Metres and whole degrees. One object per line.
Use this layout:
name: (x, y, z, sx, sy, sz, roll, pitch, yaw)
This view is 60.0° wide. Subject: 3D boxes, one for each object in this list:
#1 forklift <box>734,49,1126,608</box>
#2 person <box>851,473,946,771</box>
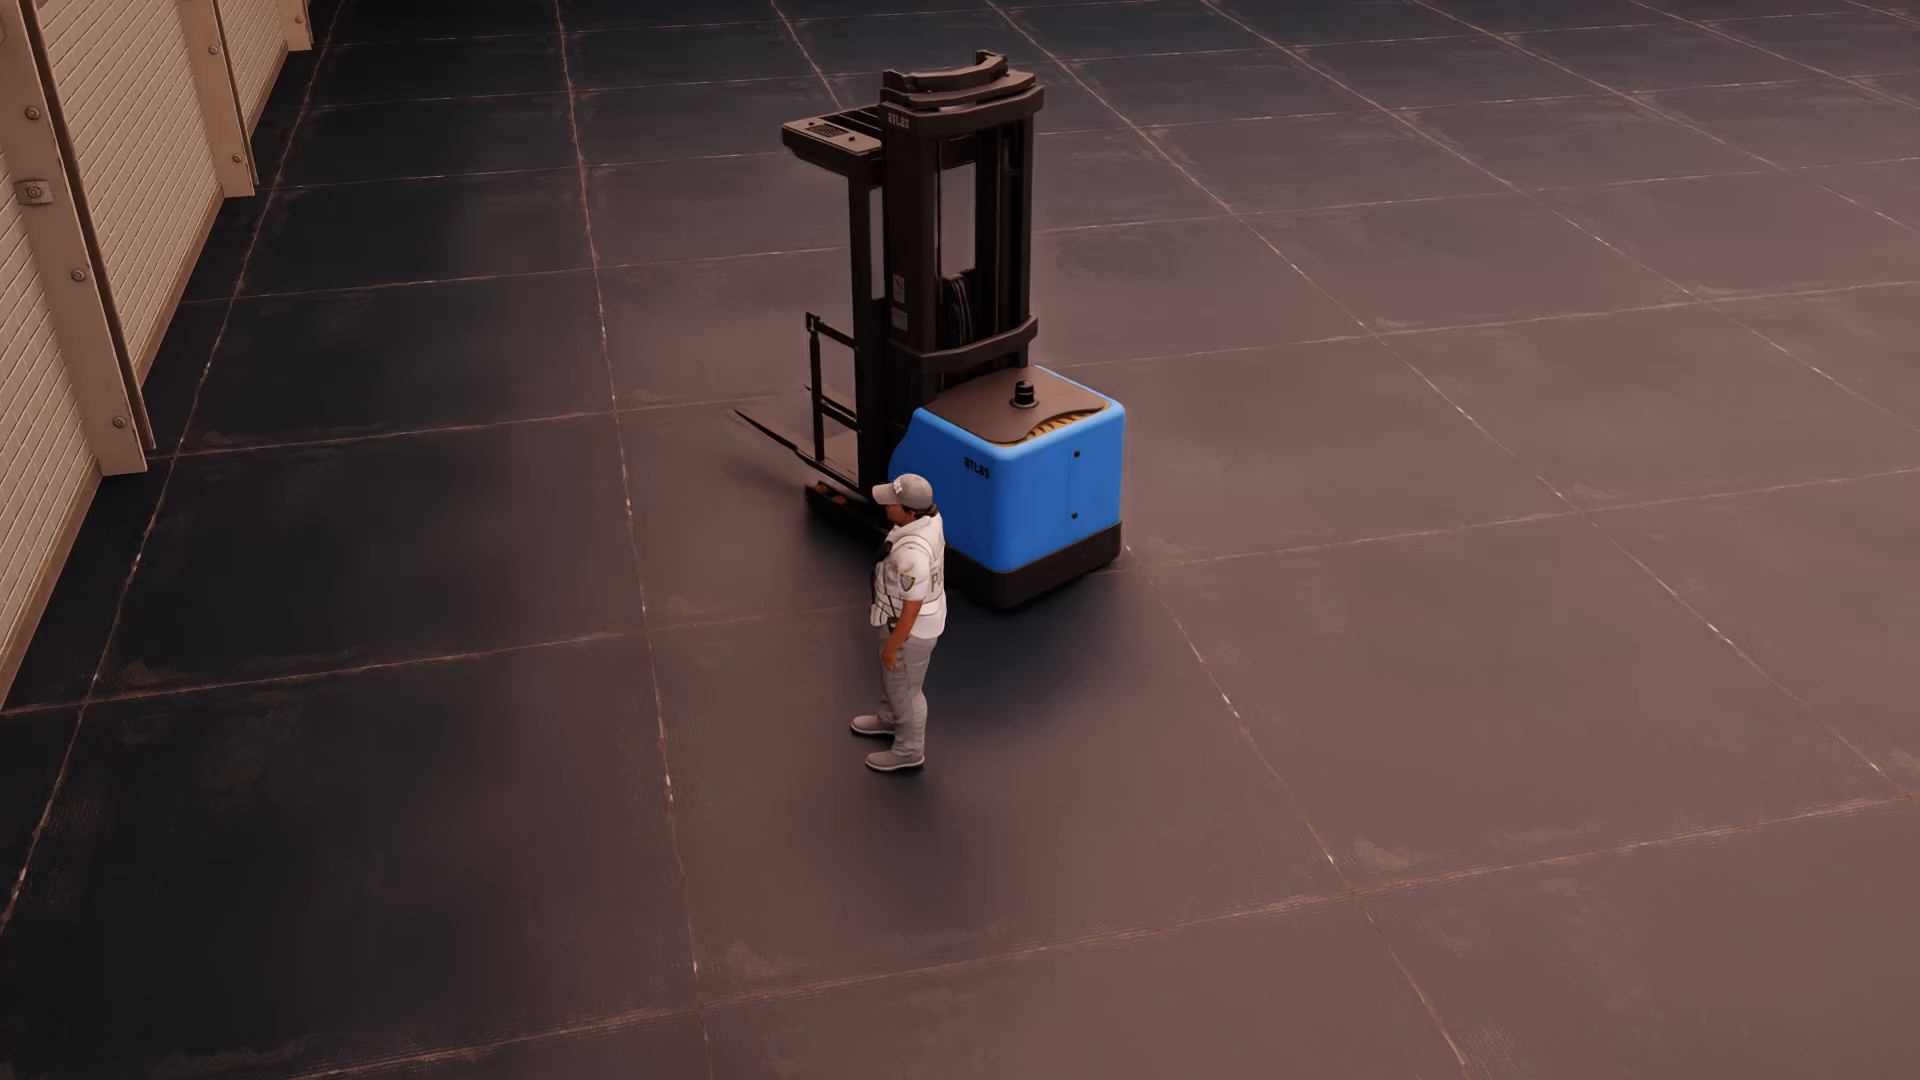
forklift: (-0.350, -1.535, 10.226, 1.130, 2.935, 3.031, -23, 37, -34)
person: (-0.334, 0.396, 8.142, 0.532, 1.672, 0.588, 3, 30, 5)
